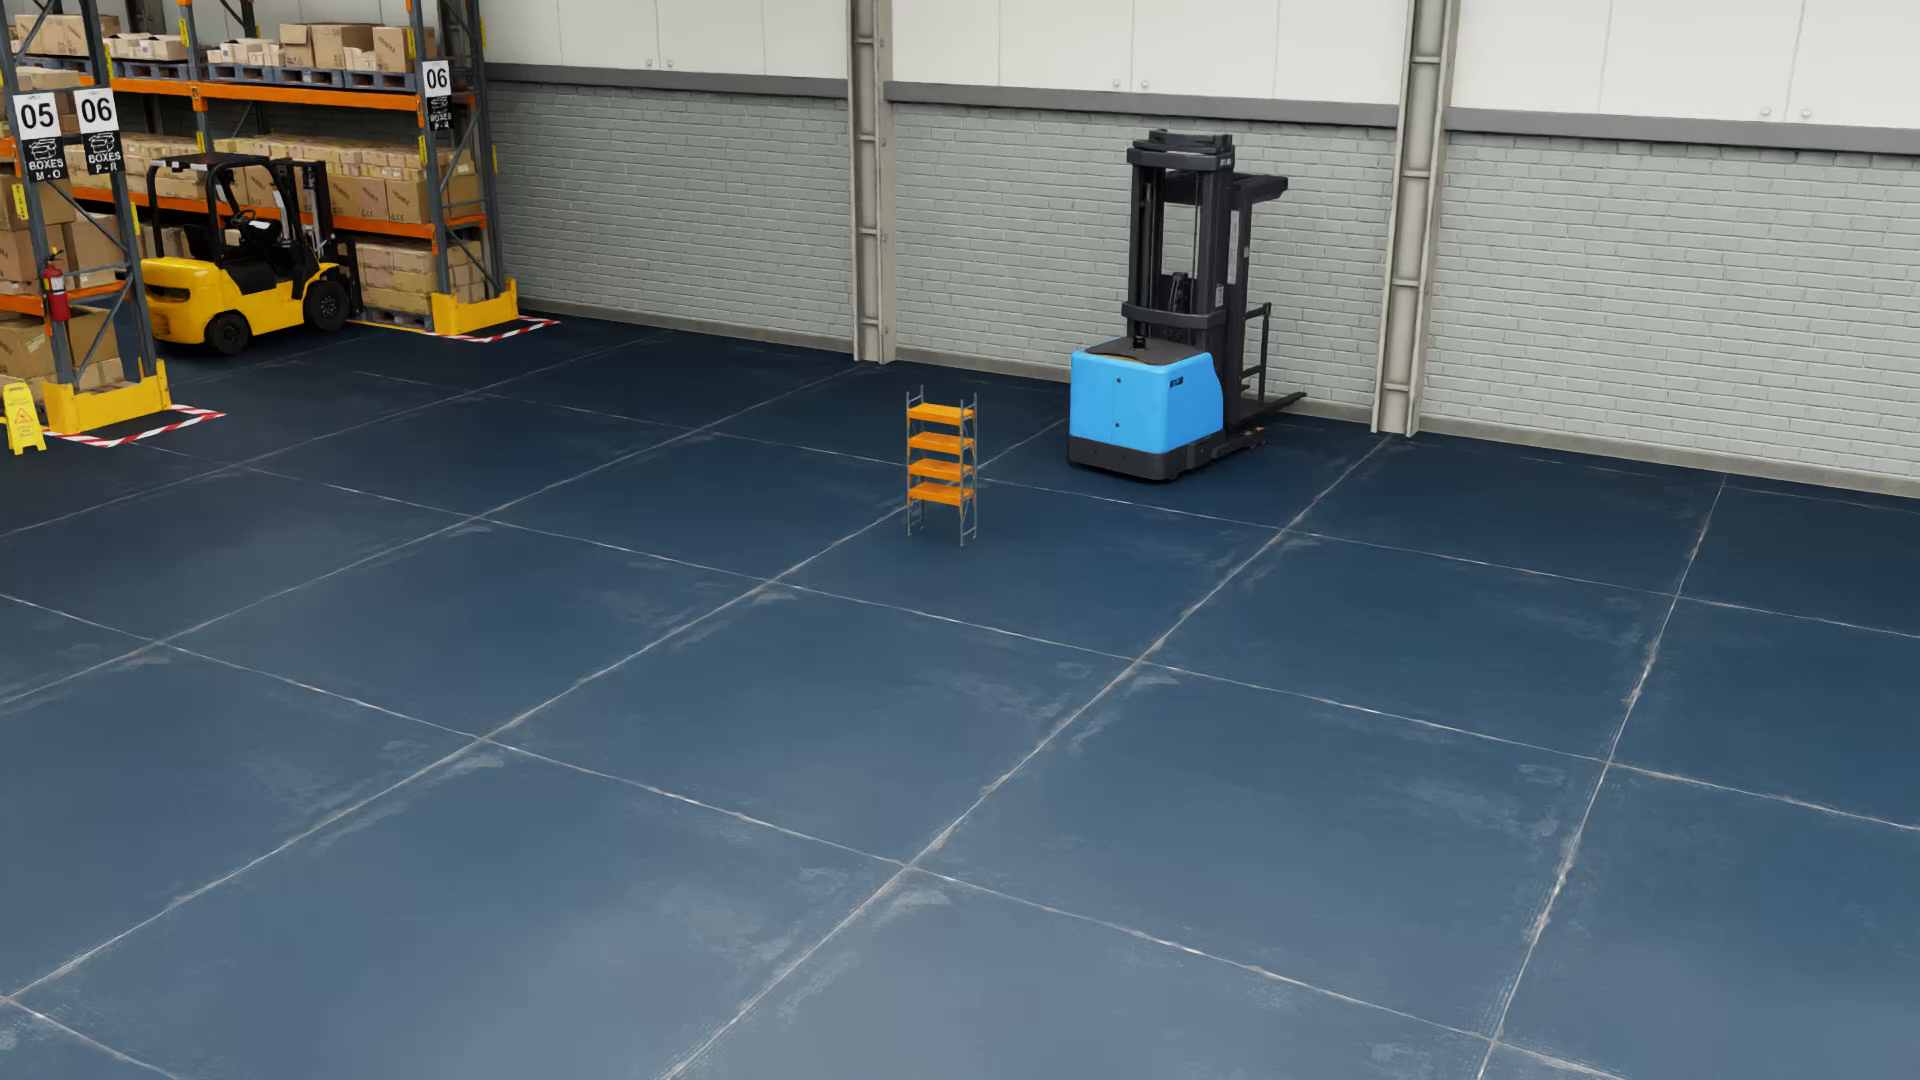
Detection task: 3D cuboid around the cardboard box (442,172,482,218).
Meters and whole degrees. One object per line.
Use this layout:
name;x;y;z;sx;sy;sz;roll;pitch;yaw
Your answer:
cardboard box;-6.338;-4.306;20.690;0.500;0.500;0.500;12;23;29

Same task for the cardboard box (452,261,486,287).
cardboard box;-6.350;-3.374;20.950;0.500;0.250;0.500;11;23;28

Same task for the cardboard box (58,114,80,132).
cardboard box;-8.589;-4.059;16.126;0.250;0.149;0.380;11;23;27

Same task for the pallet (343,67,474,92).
pallet;-6.645;-5.588;20.101;1.213;0.211;1.003;11;23;27

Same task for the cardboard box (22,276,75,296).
cardboard box;-8.889;-2.496;16.215;0.250;0.149;0.380;12;23;29

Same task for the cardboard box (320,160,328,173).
cardboard box;-7.786;-4.694;20.810;0.250;0.149;0.380;11;22;27

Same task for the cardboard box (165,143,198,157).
cardboard box;-10.361;-5.196;22.191;0.250;0.149;0.380;11;23;27

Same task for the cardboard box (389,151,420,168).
cardboard box;-6.687;-4.614;20.152;0.250;0.149;0.380;11;23;27

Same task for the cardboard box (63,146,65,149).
cardboard box;-12.420;-5.556;23.186;0.250;0.149;0.380;11;23;29

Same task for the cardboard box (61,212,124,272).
cardboard box;-8.736;-2.964;16.554;0.500;0.500;0.500;10;22;26

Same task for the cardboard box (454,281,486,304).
cardboard box;-6.374;-3.139;21.035;0.500;0.250;0.500;11;23;28

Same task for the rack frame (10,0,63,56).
rack frame;-13.025;-8.244;22.897;0.127;3.000;1.000;11;23;27

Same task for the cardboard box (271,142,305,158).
cardboard box;-8.485;-4.945;21.063;0.250;0.149;0.380;10;22;26

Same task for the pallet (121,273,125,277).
pallet;-12.325;-3.965;23.986;1.213;0.211;1.003;11;23;27

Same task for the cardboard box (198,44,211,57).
cardboard box;-10.178;-6.495;22.079;0.250;0.149;0.380;11;23;27

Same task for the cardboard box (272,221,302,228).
cardboard box;-9.009;-4.110;22.246;0.500;0.250;0.500;11;23;28

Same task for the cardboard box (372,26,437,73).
cardboard box;-6.546;-5.796;19.638;0.500;0.500;0.500;12;23;29

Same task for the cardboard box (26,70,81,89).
cardboard box;-8.669;-4.402;15.902;0.250;0.149;0.380;11;22;27

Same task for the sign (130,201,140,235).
sign;-8.194;-3.184;16.474;0.005;0.325;0.100;11;23;27

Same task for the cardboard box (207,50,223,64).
cardboard box;-9.289;-6.130;21.074;0.250;0.149;0.380;11;23;28

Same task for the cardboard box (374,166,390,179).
cardboard box;-6.914;-4.515;20.315;0.250;0.149;0.380;11;23;28

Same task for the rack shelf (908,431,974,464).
rack shelf;-0.145;-0.739;13.183;0.480;0.148;0.258;11;23;27

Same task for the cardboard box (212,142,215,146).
cardboard box;-9.944;-5.293;22.461;0.250;0.149;0.380;10;22;26

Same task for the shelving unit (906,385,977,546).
shelving unit;-0.145;-0.592;13.236;0.503;1.200;0.258;11;23;27

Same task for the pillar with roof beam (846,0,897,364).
pillar with roof beam;-3.070;-5.019;14.004;0.400;9.000;9.100;11;23;27

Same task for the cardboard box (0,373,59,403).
cardboard box;-9.316;-1.579;16.735;0.500;0.250;0.500;11;23;27

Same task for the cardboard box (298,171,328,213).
cardboard box;-7.939;-4.399;20.947;0.500;0.500;0.500;11;23;28

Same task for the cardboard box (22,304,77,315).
cardboard box;-9.507;-2.179;17.289;0.500;0.500;0.500;10;22;25

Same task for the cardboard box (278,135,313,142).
cardboard box;-8.670;-5.194;21.750;0.250;0.149;0.380;11;22;27

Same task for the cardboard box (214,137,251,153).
cardboard box;-9.399;-5.109;21.518;0.250;0.149;0.380;11;23;28

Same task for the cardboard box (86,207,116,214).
cardboard box;-12.487;-4.397;23.956;0.625;0.625;0.875;12;23;29

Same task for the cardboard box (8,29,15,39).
cardboard box;-13.469;-7.060;23.230;0.250;0.149;0.380;12;23;29

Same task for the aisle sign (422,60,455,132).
aisle sign;-6.127;-5.218;19.538;0.004;0.787;0.394;11;23;27

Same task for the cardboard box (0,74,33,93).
cardboard box;-8.897;-4.251;15.485;0.250;0.149;0.380;11;23;28

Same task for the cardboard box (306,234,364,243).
cardboard box;-7.928;-3.703;21.125;0.500;0.250;0.500;10;22;26

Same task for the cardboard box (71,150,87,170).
cardboard box;-11.872;-5.266;22.971;0.500;0.250;0.500;10;22;26

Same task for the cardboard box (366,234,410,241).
cardboard box;-7.237;-3.773;21.319;0.500;0.250;0.500;11;22;27

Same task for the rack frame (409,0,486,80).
rack frame;-6.041;-6.914;19.229;0.127;3.000;1.000;11;23;27

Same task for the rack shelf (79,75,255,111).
rack shelf;-11.279;-6.164;22.614;4.000;0.370;1.077;11;23;27

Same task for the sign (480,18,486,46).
sign;-5.765;-6.116;20.031;0.005;0.325;0.100;11;23;27

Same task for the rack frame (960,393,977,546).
rack frame;0.068;-0.551;13.125;0.015;1.200;0.240;11;23;27

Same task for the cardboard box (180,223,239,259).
cardboard box;-9.994;-3.924;22.649;0.625;0.625;0.875;12;23;30

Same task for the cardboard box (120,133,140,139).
cardboard box;-11.724;-5.624;23.373;0.250;0.149;0.380;11;22;27

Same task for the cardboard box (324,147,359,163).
cardboard box;-7.619;-4.765;20.568;0.250;0.149;0.380;11;23;28

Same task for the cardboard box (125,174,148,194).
cardboard box;-10.961;-4.868;22.606;0.500;0.250;0.500;11;23;28

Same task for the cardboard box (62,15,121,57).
cardboard box;-11.623;-6.763;22.304;0.500;0.500;0.500;11;23;29

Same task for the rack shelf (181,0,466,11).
rack shelf;-7.787;-6.720;20.337;4.000;0.370;1.077;11;23;27

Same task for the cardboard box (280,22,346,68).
cardboard box;-7.884;-6.107;20.488;0.637;0.503;0.797;12;23;29

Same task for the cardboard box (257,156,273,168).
cardboard box;-8.736;-4.839;21.208;0.250;0.149;0.380;11;23;28

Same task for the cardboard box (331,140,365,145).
cardboard box;-7.799;-5.014;21.254;0.250;0.149;0.380;12;23;29

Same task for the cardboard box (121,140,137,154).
cardboard box;-11.339;-5.326;22.552;0.250;0.149;0.380;10;22;26

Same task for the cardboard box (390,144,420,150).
cardboard box;-6.888;-4.844;20.786;0.250;0.149;0.380;11;23;28

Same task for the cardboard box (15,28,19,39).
cardboard box;-13.212;-7.235;23.711;0.250;0.149;0.380;10;22;25

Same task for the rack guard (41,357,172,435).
rack guard;-8.525;-1.453;16.638;0.348;0.500;1.175;11;23;27

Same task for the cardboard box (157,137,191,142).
cardboard box;-10.822;-5.461;22.923;0.250;0.149;0.380;11;22;27

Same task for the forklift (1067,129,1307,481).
forklift;2.302;-2.335;15.504;1.130;2.935;3.031;16;25;37

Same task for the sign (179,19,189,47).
sign;-9.789;-6.397;20.983;0.005;0.325;0.100;11;23;27
